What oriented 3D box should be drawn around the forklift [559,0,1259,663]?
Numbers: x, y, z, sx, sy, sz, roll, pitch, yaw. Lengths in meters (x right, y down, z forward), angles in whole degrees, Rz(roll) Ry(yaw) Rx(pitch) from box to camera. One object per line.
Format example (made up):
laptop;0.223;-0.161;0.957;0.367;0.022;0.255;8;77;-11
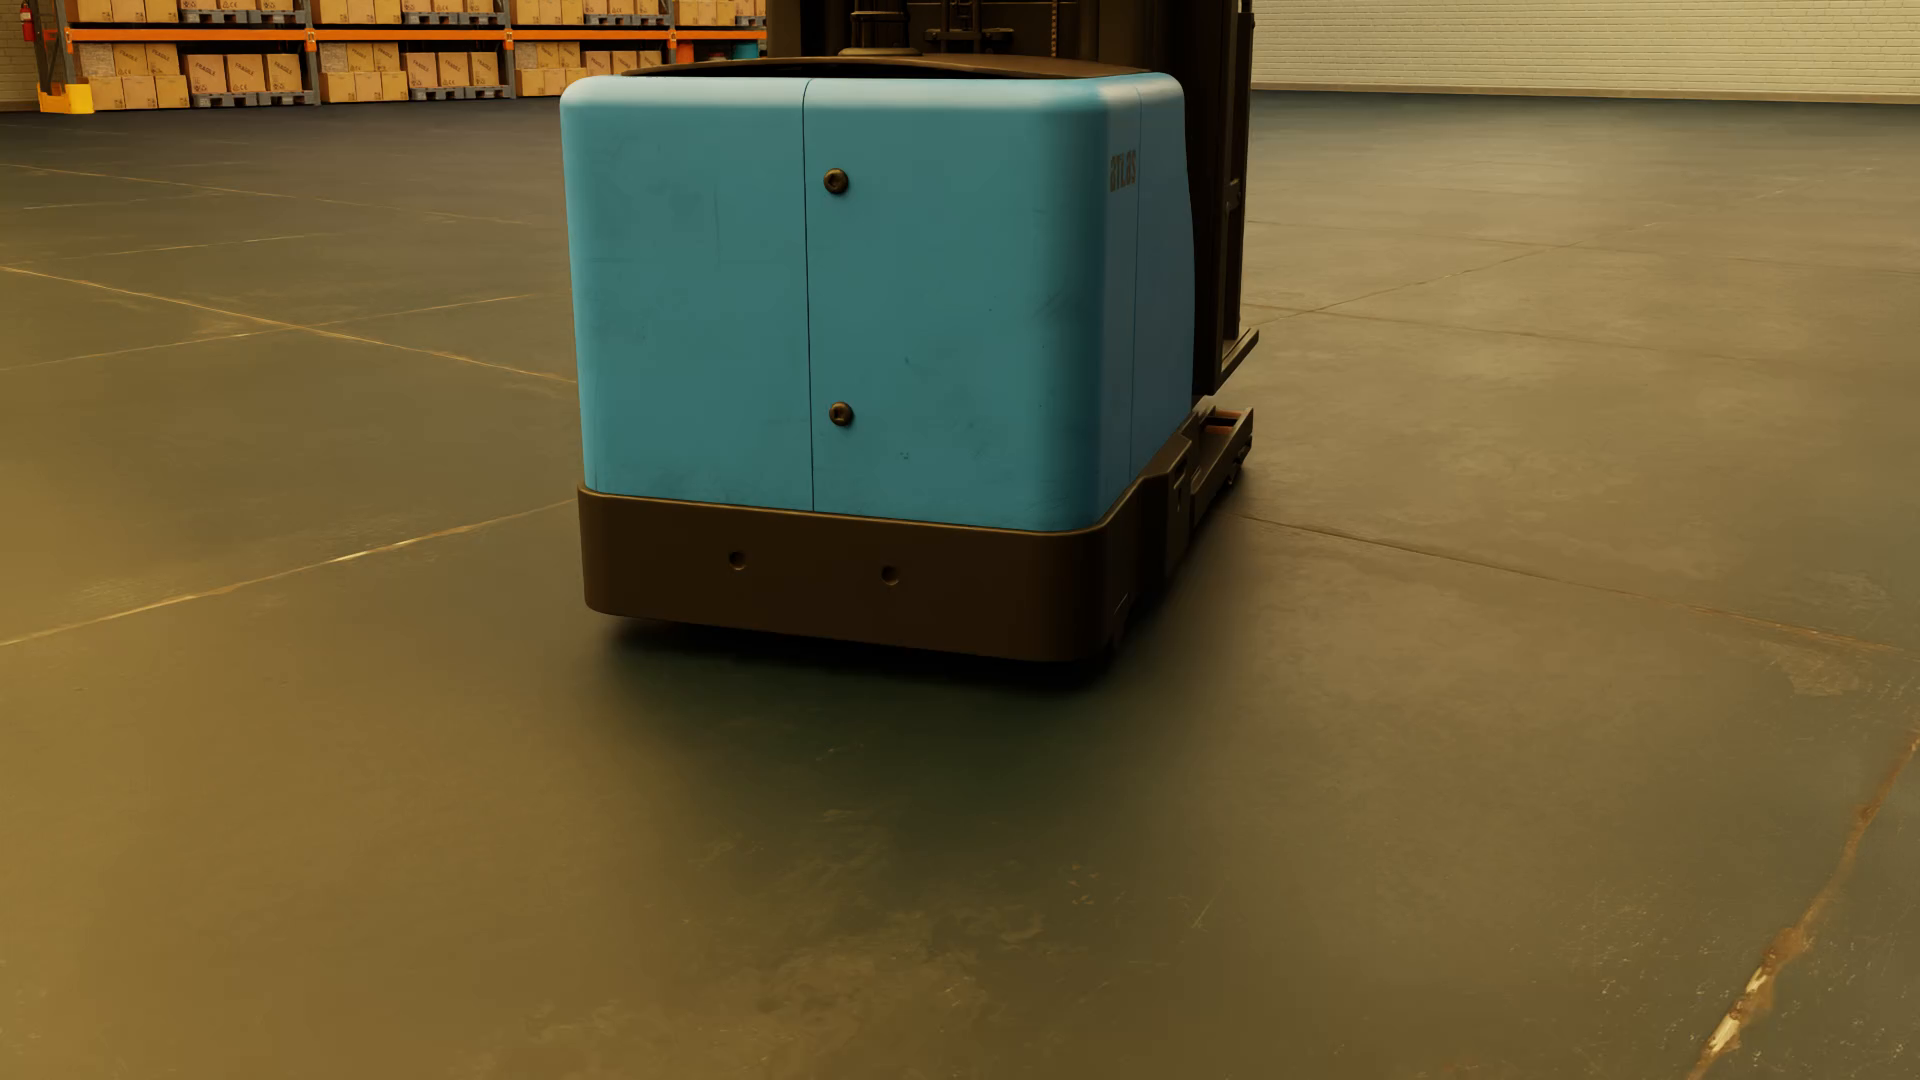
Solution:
forklift;0.182;-1.571;4.072;1.130;2.935;3.031;5;18;17
